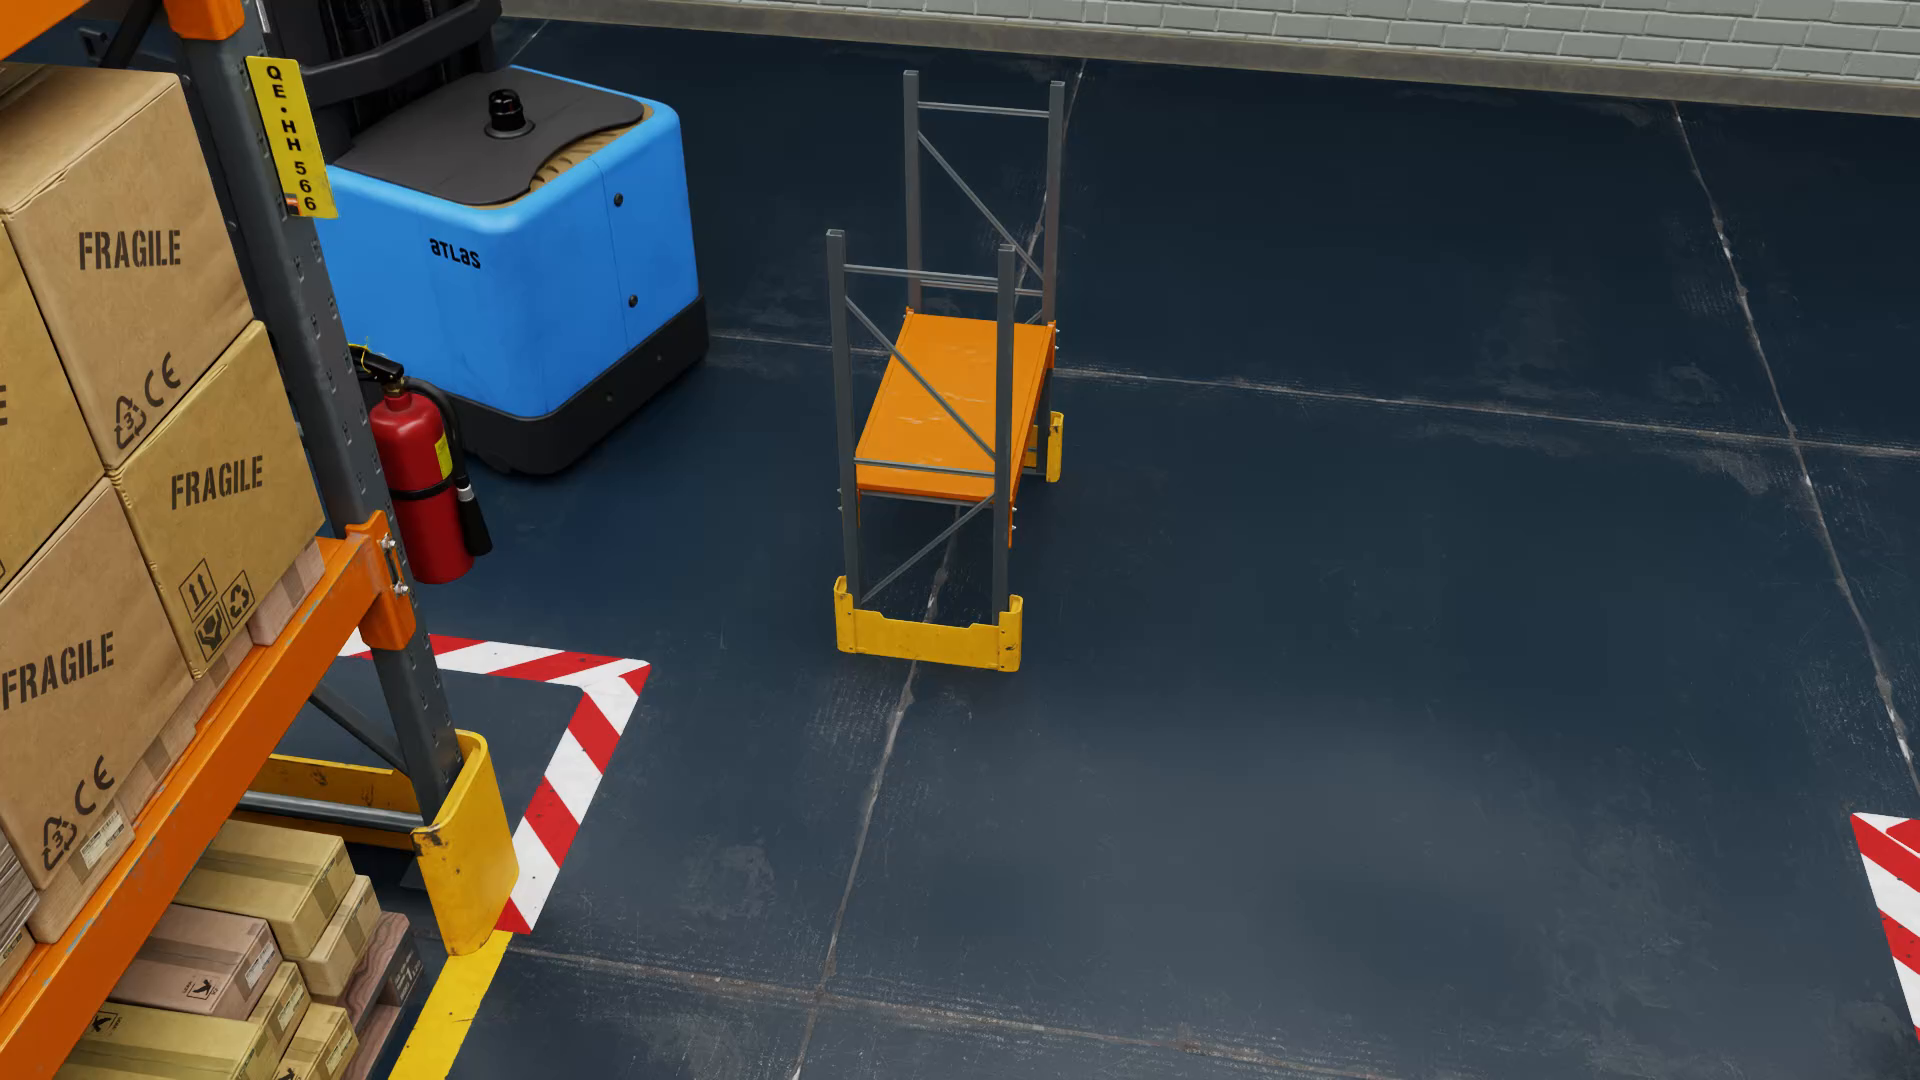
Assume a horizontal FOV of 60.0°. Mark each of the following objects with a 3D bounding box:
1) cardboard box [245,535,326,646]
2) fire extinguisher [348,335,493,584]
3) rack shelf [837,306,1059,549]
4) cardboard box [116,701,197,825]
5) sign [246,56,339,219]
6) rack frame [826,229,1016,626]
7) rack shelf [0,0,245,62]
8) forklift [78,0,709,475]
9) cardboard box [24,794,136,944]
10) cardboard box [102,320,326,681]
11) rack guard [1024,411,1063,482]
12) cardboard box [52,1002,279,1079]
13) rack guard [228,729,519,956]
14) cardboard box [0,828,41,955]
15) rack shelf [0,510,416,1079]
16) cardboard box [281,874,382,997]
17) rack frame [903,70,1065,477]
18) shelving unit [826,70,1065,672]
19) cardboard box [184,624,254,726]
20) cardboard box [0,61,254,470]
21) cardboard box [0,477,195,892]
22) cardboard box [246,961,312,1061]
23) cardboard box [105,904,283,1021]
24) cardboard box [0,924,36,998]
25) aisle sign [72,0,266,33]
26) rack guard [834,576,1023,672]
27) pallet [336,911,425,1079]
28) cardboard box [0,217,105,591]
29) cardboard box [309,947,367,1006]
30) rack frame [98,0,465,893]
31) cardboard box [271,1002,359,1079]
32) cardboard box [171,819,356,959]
[{"bbox_3d":[-1.587,0.067,3.511,0.380,0.149,0.250,6,40,8],"label":"cardboard box"},{"bbox_3d":[-1.311,-0.199,3.990,0.296,0.674,0.183,6,40,8],"label":"fire extinguisher"},{"bbox_3d":[-0.015,-0.386,5.322,0.538,0.185,1.000,6,40,8],"label":"rack shelf"},{"bbox_3d":[-1.695,0.378,3.135,0.380,0.149,0.250,6,40,7],"label":"cardboard box"},{"bbox_3d":[-1.266,-0.759,3.158,0.100,0.325,0.005,6,40,8],"label":"sign"},{"bbox_3d":[-0.103,-0.205,4.821,0.500,1.500,0.032,6,40,8],"label":"rack frame"},{"bbox_3d":[-2.155,0.111,1.472,1.077,0.370,4.000,6,40,8],"label":"rack shelf"},{"bbox_3d":[-2.532,-2.038,5.915,3.031,2.935,1.130,19,43,22],"label":"forklift"},{"bbox_3d":[-1.717,0.541,2.939,0.380,0.149,0.250,7,40,9],"label":"cardboard box"},{"bbox_3d":[-1.633,-0.108,3.215,0.500,0.500,0.500,7,40,9],"label":"cardboard box"},{"bbox_3d":[0.073,-0.361,5.990,0.587,0.250,0.087,6,40,8],"label":"rack guard"},{"bbox_3d":[-1.671,1.131,3.469,0.380,0.149,0.250,6,40,7],"label":"cardboard box"},{"bbox_3d":[-1.822,0.746,4.455,1.175,0.500,0.348,6,40,8],"label":"rack guard"},{"bbox_3d":[-1.806,0.534,2.438,0.500,0.500,0.500,7,40,8],"label":"cardboard box"},{"bbox_3d":[-2.155,1.267,2.428,1.077,0.370,4.000,6,40,8],"label":"rack shelf"},{"bbox_3d":[-1.619,0.920,3.958,0.380,0.149,0.250,5,40,6],"label":"cardboard box"},{"bbox_3d":[0.073,-0.844,5.593,0.500,1.500,0.032,6,40,8],"label":"rack frame"},{"bbox_3d":[-0.013,-0.530,5.214,0.587,1.500,1.083,6,40,8],"label":"shelving unit"},{"bbox_3d":[-1.667,0.219,3.328,0.380,0.149,0.250,6,40,8],"label":"cardboard box"},{"bbox_3d":[-1.643,-0.489,2.891,0.500,0.500,0.500,6,40,7],"label":"cardboard box"},{"bbox_3d":[-1.727,0.215,2.824,0.500,0.500,0.500,6,40,7],"label":"cardboard box"},{"bbox_3d":[-1.717,1.078,3.766,0.380,0.149,0.250,6,40,7],"label":"cardboard box"},{"bbox_3d":[-1.751,0.954,3.683,0.380,0.149,0.250,7,40,9],"label":"cardboard box"},{"bbox_3d":[-1.791,0.703,2.742,0.380,0.149,0.250,5,40,6],"label":"cardboard box"},{"bbox_3d":[-1.501,-1.280,2.904,0.394,0.787,0.004,6,40,8],"label":"aisle sign"},{"bbox_3d":[-0.099,0.264,5.234,0.587,0.250,0.087,6,40,8],"label":"rack guard"},{"bbox_3d":[-1.997,1.363,3.935,1.003,0.211,1.213,6,40,8],"label":"pallet"},{"bbox_3d":[-1.731,-0.171,2.506,0.500,0.500,0.500,5,40,6],"label":"cardboard box"},{"bbox_3d":[-1.694,1.025,4.064,0.380,0.149,0.250,7,40,8],"label":"cardboard box"},{"bbox_3d":[-1.809,-0.265,3.717,1.000,3.000,0.127,6,40,8],"label":"rack frame"},{"bbox_3d":[-1.639,1.198,3.855,0.380,0.149,0.250,8,40,9],"label":"cardboard box"},{"bbox_3d":[-1.651,0.803,3.866,0.380,0.149,0.250,7,40,8],"label":"cardboard box"}]
